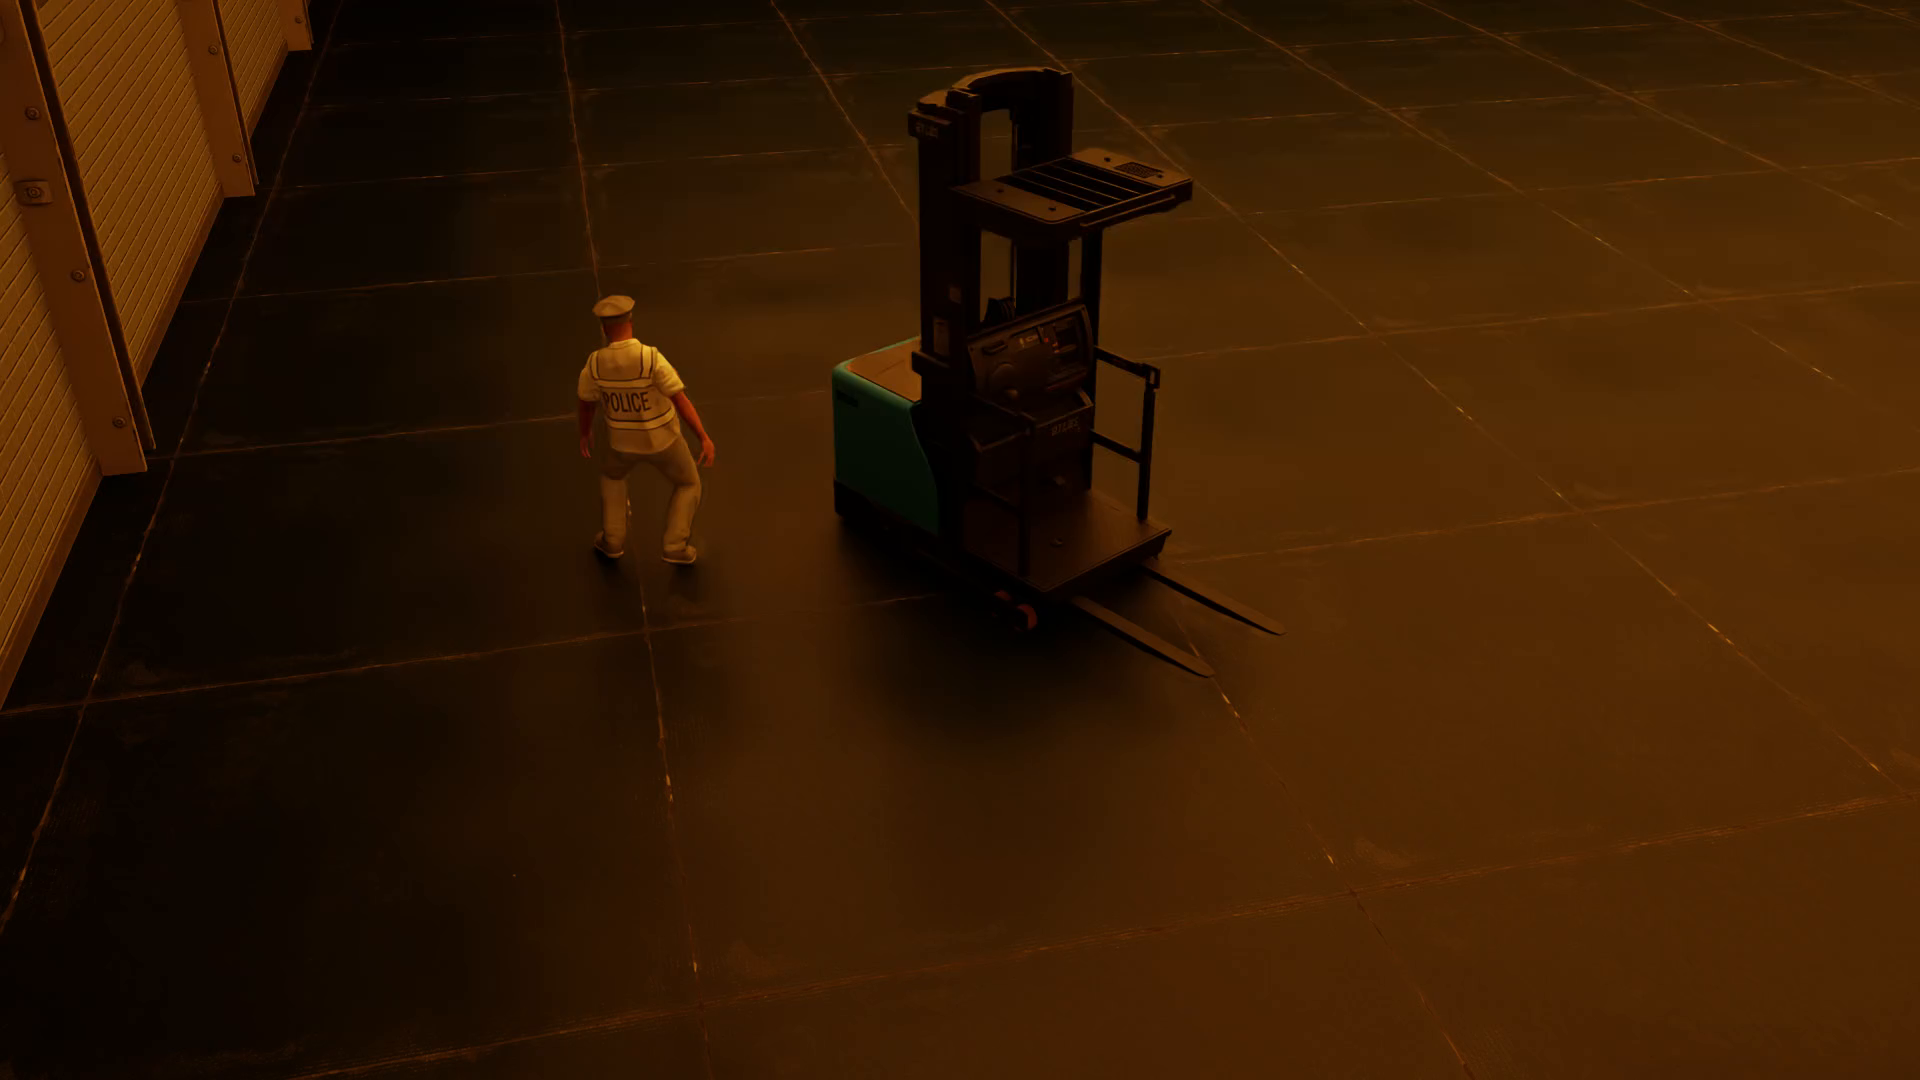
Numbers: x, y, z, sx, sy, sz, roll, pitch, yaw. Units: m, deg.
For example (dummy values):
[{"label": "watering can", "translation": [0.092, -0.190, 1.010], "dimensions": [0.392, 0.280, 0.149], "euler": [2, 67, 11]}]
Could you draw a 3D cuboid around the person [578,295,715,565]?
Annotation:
[{"label": "person", "translation": [-1.874, -0.623, 9.896], "dimensions": [0.897, 1.643, 0.505], "euler": [6, 31, 11]}]

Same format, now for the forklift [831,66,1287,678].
[{"label": "forklift", "translation": [0.550, -1.024, 9.343], "dimensions": [1.130, 2.935, 3.031], "euler": [-24, 38, -35]}]
